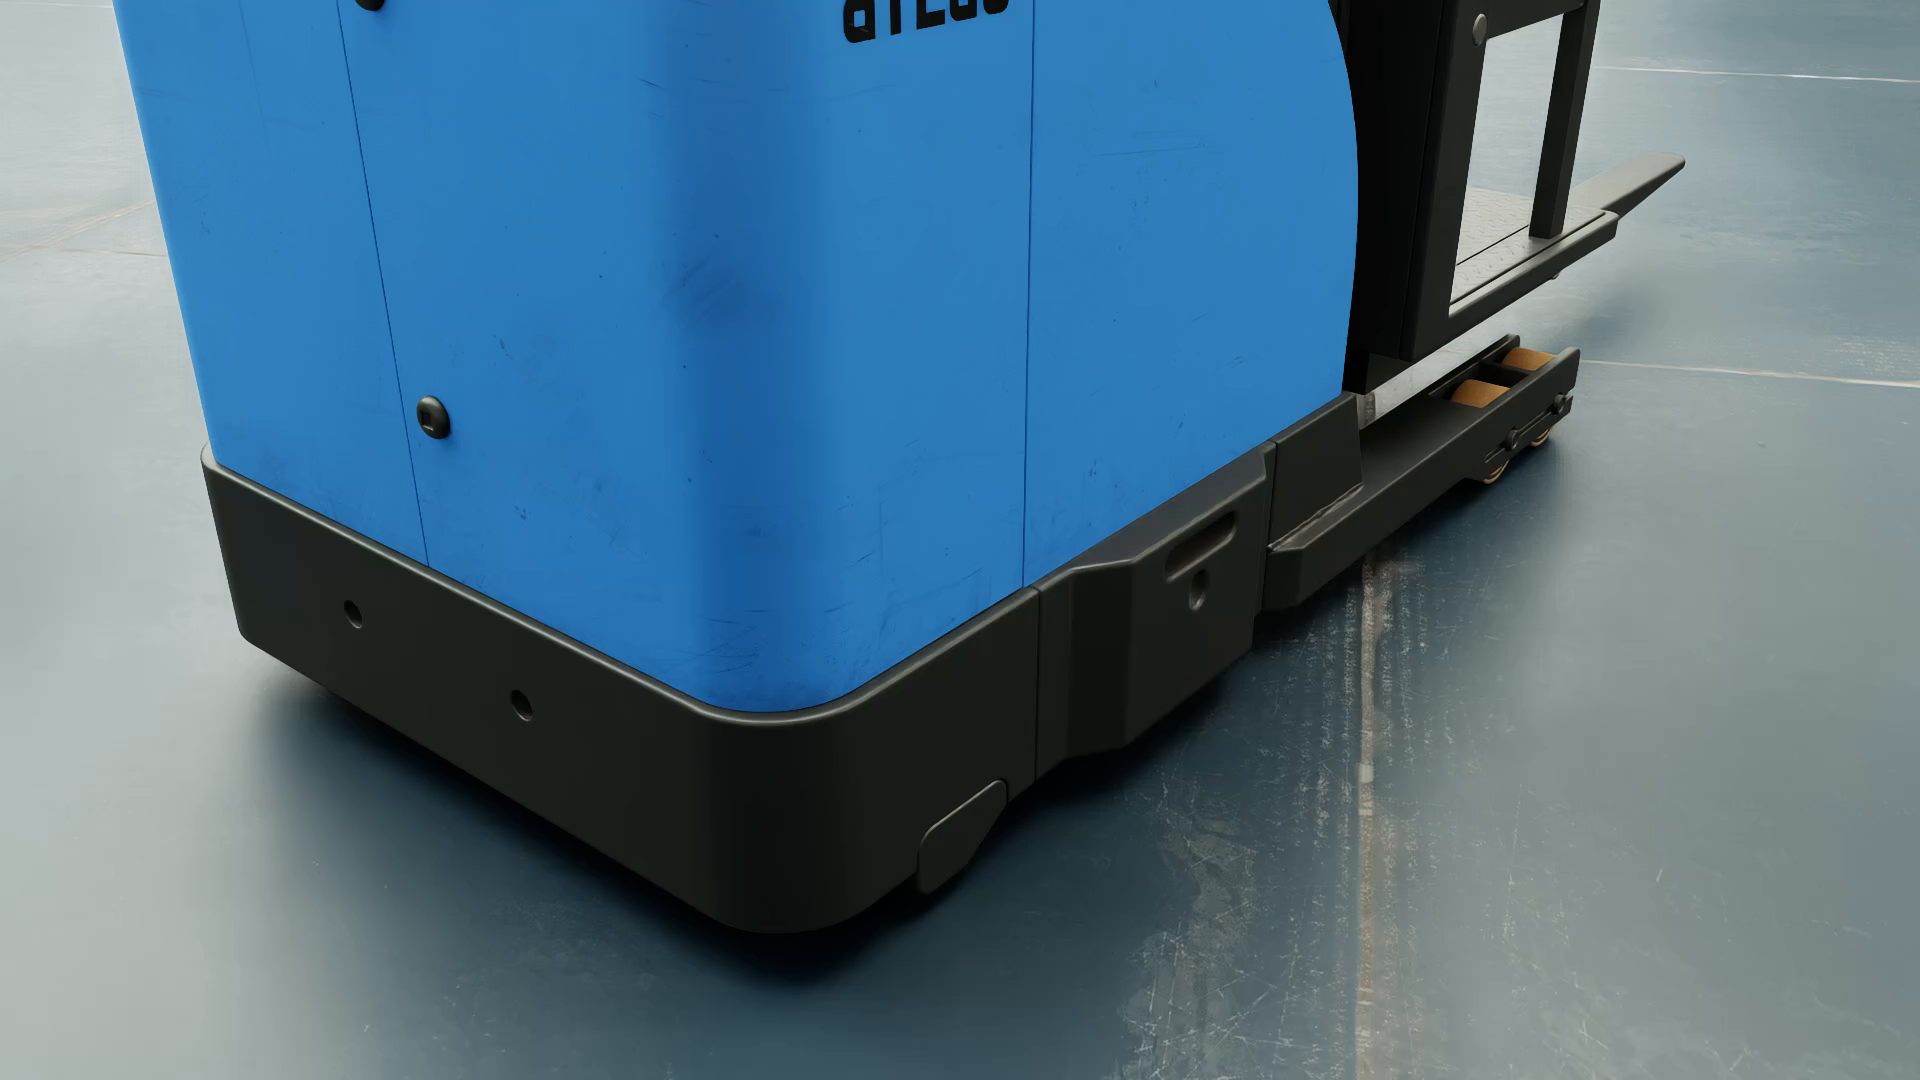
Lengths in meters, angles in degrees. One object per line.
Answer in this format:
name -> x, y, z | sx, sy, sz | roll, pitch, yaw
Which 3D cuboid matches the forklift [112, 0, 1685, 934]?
forklift -> 0.391, -1.525, 2.269 | 1.130, 2.935, 3.031 | 20, 33, 34
